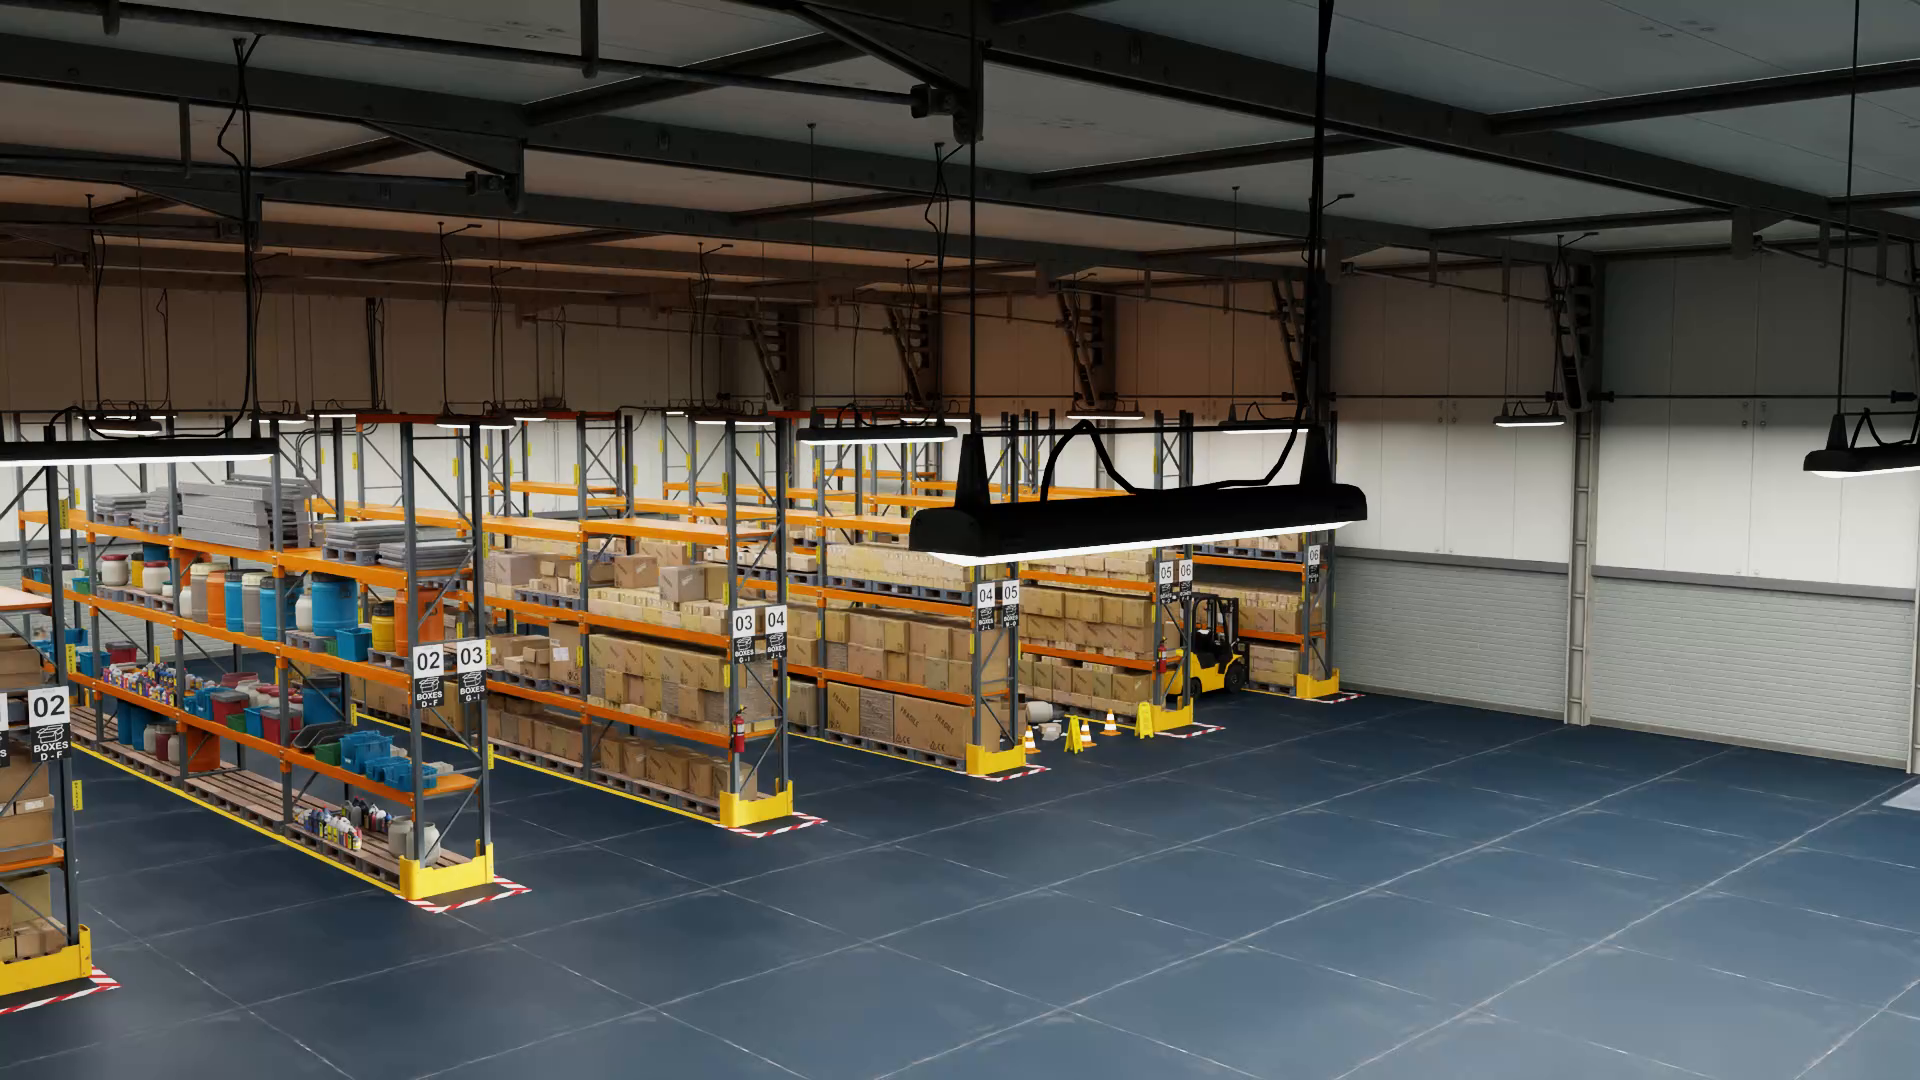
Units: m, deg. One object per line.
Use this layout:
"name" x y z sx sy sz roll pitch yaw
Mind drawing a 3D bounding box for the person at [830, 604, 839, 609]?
"person" -2.735 2.288 36.277 0.691 1.785 0.408 2 5 25

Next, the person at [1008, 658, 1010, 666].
"person" 1.086 2.227 37.239 0.482 1.768 0.638 -1 5 -13

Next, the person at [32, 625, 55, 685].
"person" -18.565 2.550 33.745 0.445 1.677 0.524 -3 6 -34
